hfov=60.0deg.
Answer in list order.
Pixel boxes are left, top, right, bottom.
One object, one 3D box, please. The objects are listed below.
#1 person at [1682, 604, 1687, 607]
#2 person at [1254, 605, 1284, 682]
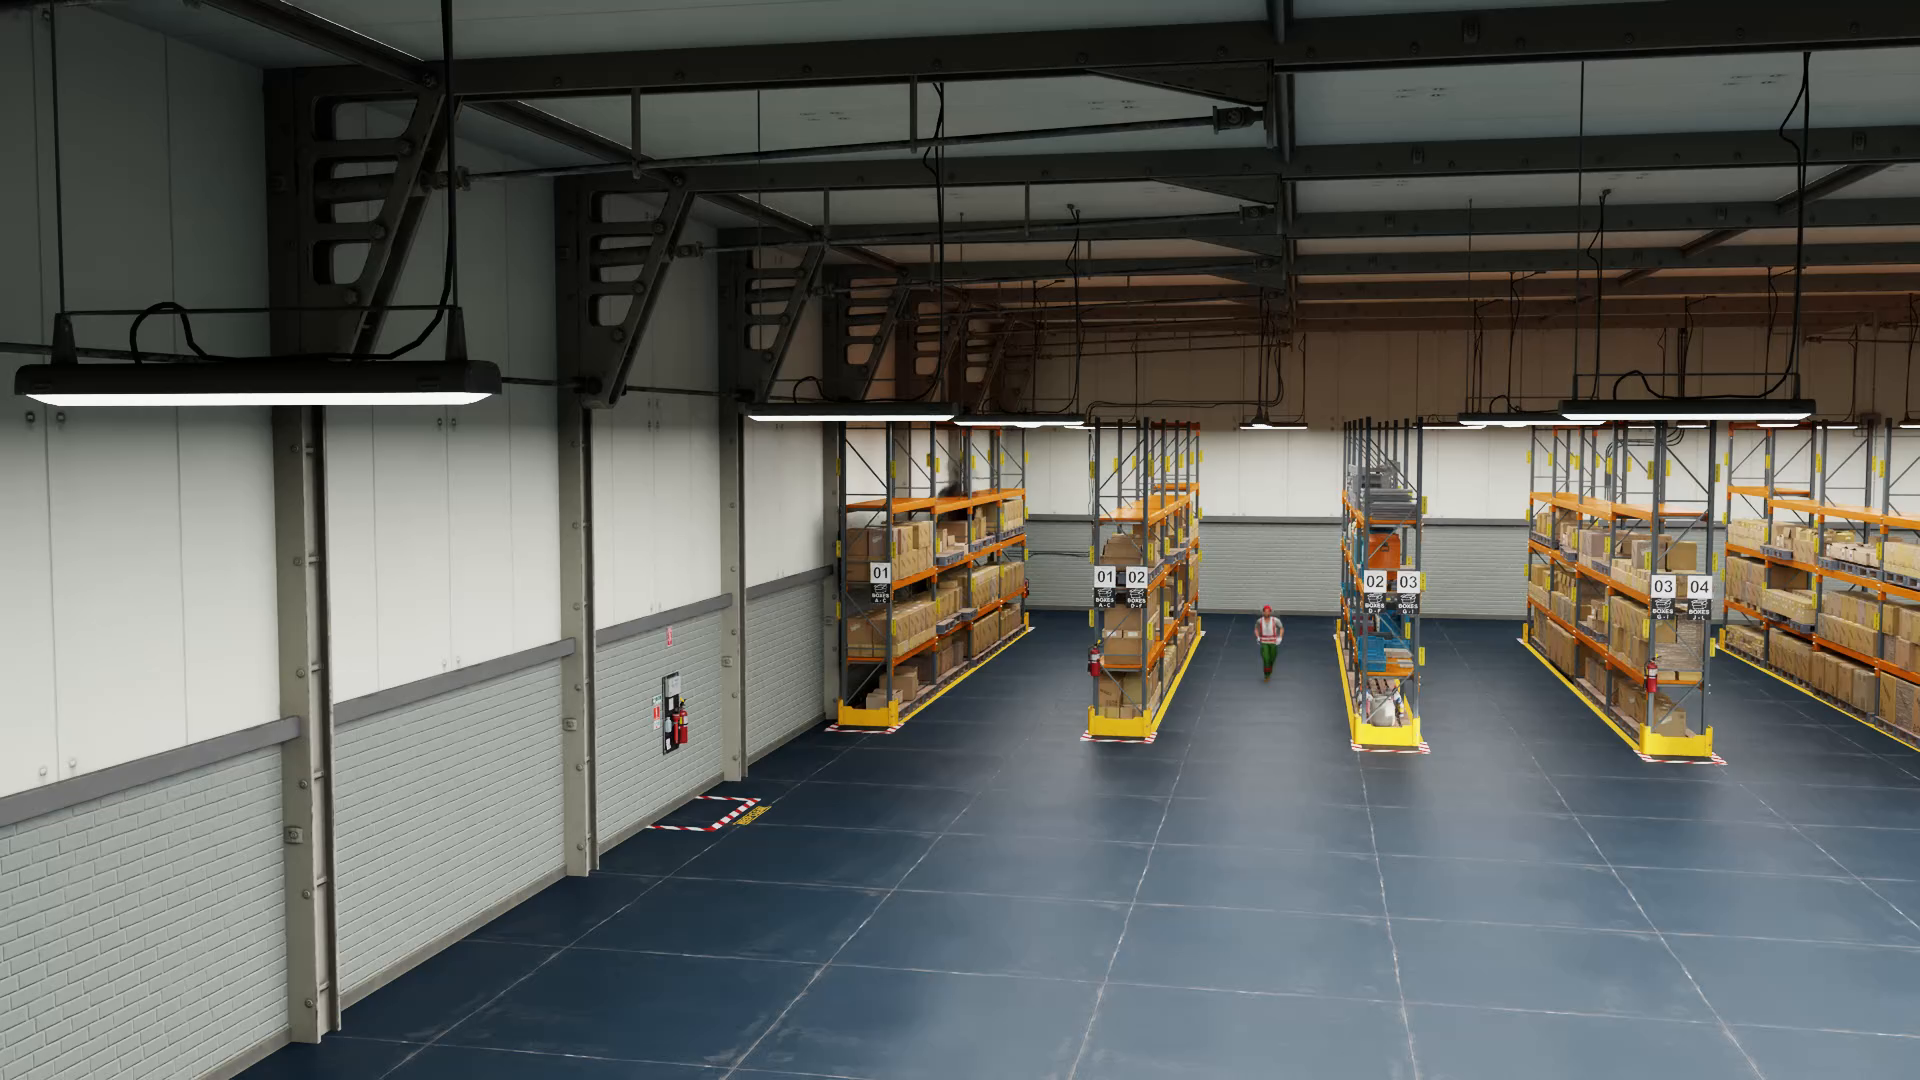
[{"bbox_3d":[18.627,2.113,42.168,0.657,1.818,0.829,1,4,18],"label":"person"},{"bbox_3d":[7.106,2.370,38.264,0.667,1.760,0.664,1,4,14],"label":"person"}]
